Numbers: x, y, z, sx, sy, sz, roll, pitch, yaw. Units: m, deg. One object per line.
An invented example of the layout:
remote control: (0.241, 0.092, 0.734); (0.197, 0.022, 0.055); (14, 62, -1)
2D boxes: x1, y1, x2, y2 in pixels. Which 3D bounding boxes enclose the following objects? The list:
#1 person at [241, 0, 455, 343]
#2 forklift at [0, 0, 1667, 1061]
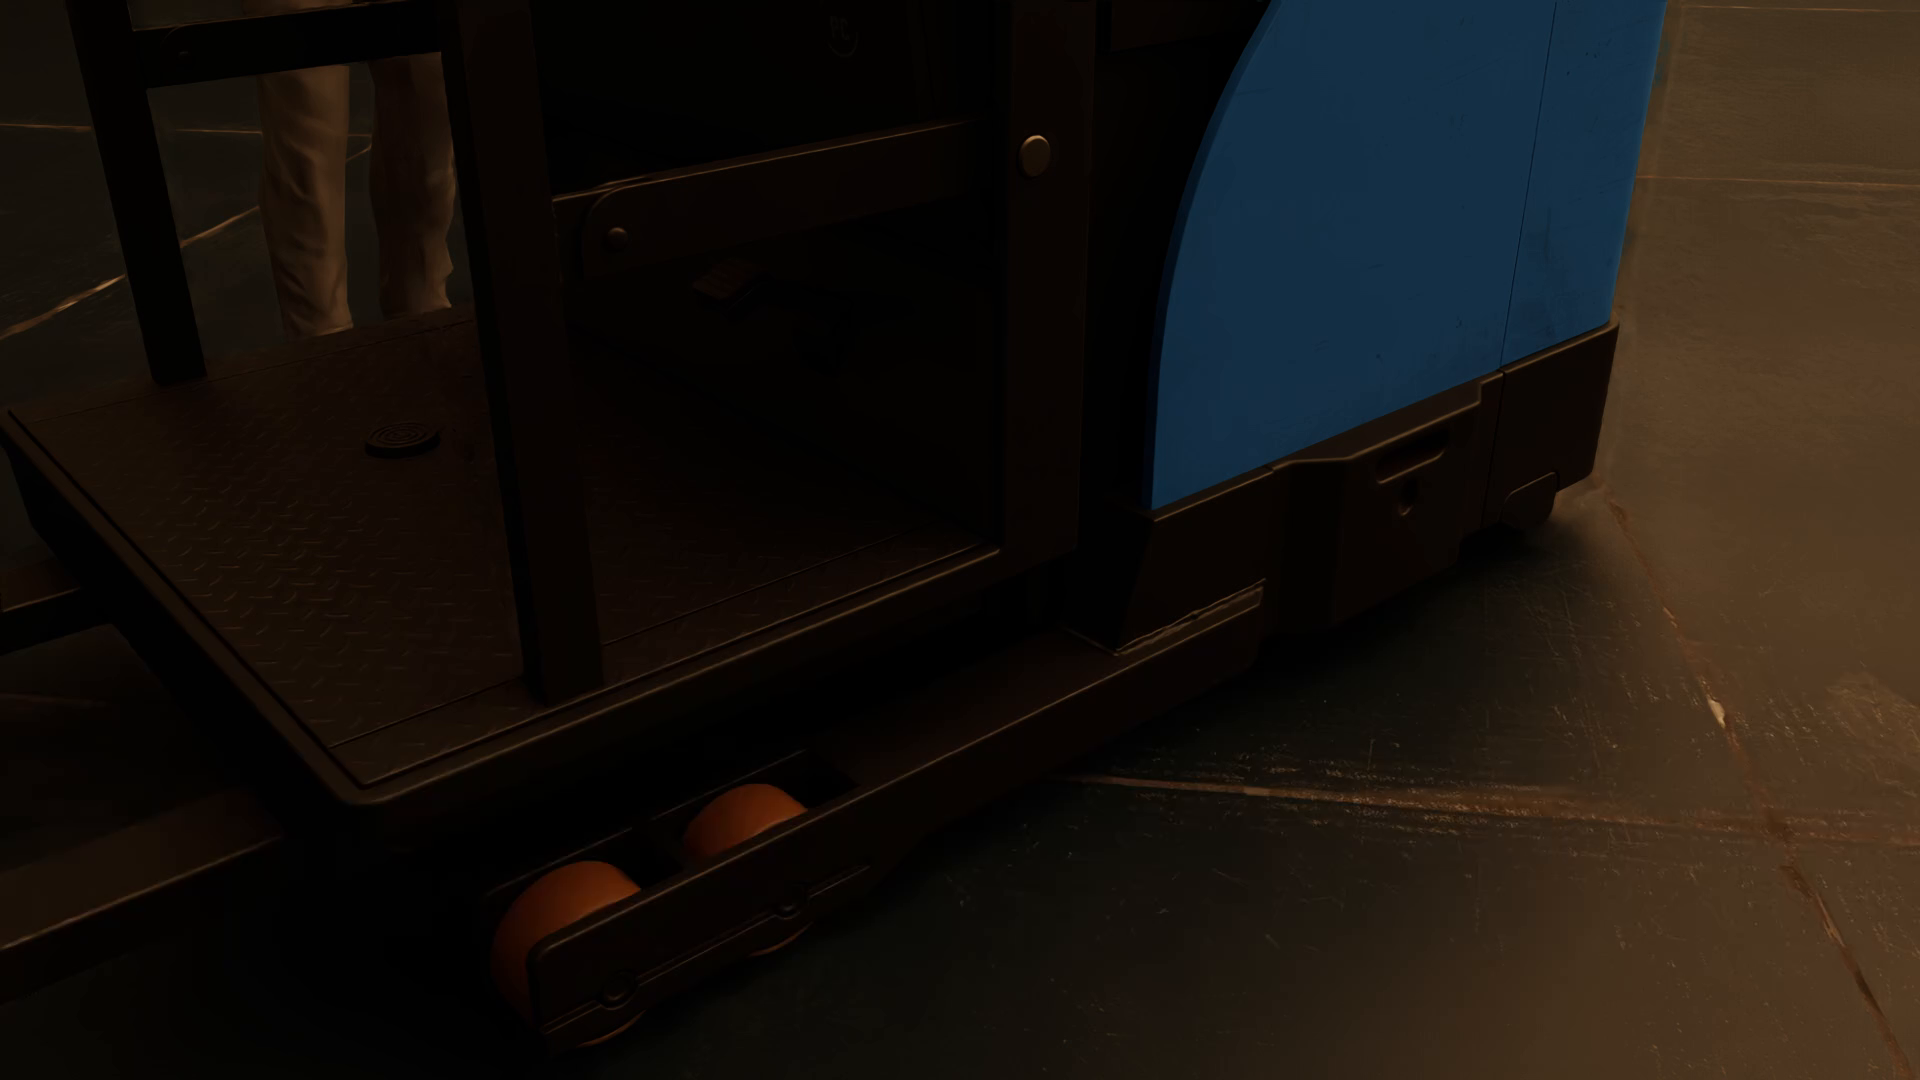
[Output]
person: (-0.998, -1.066, 2.720); (0.570, 1.695, 0.528); (-19, 32, -34)
forklift: (-0.463, -1.104, 1.431); (3.031, 2.935, 1.130); (-21, 33, -36)
